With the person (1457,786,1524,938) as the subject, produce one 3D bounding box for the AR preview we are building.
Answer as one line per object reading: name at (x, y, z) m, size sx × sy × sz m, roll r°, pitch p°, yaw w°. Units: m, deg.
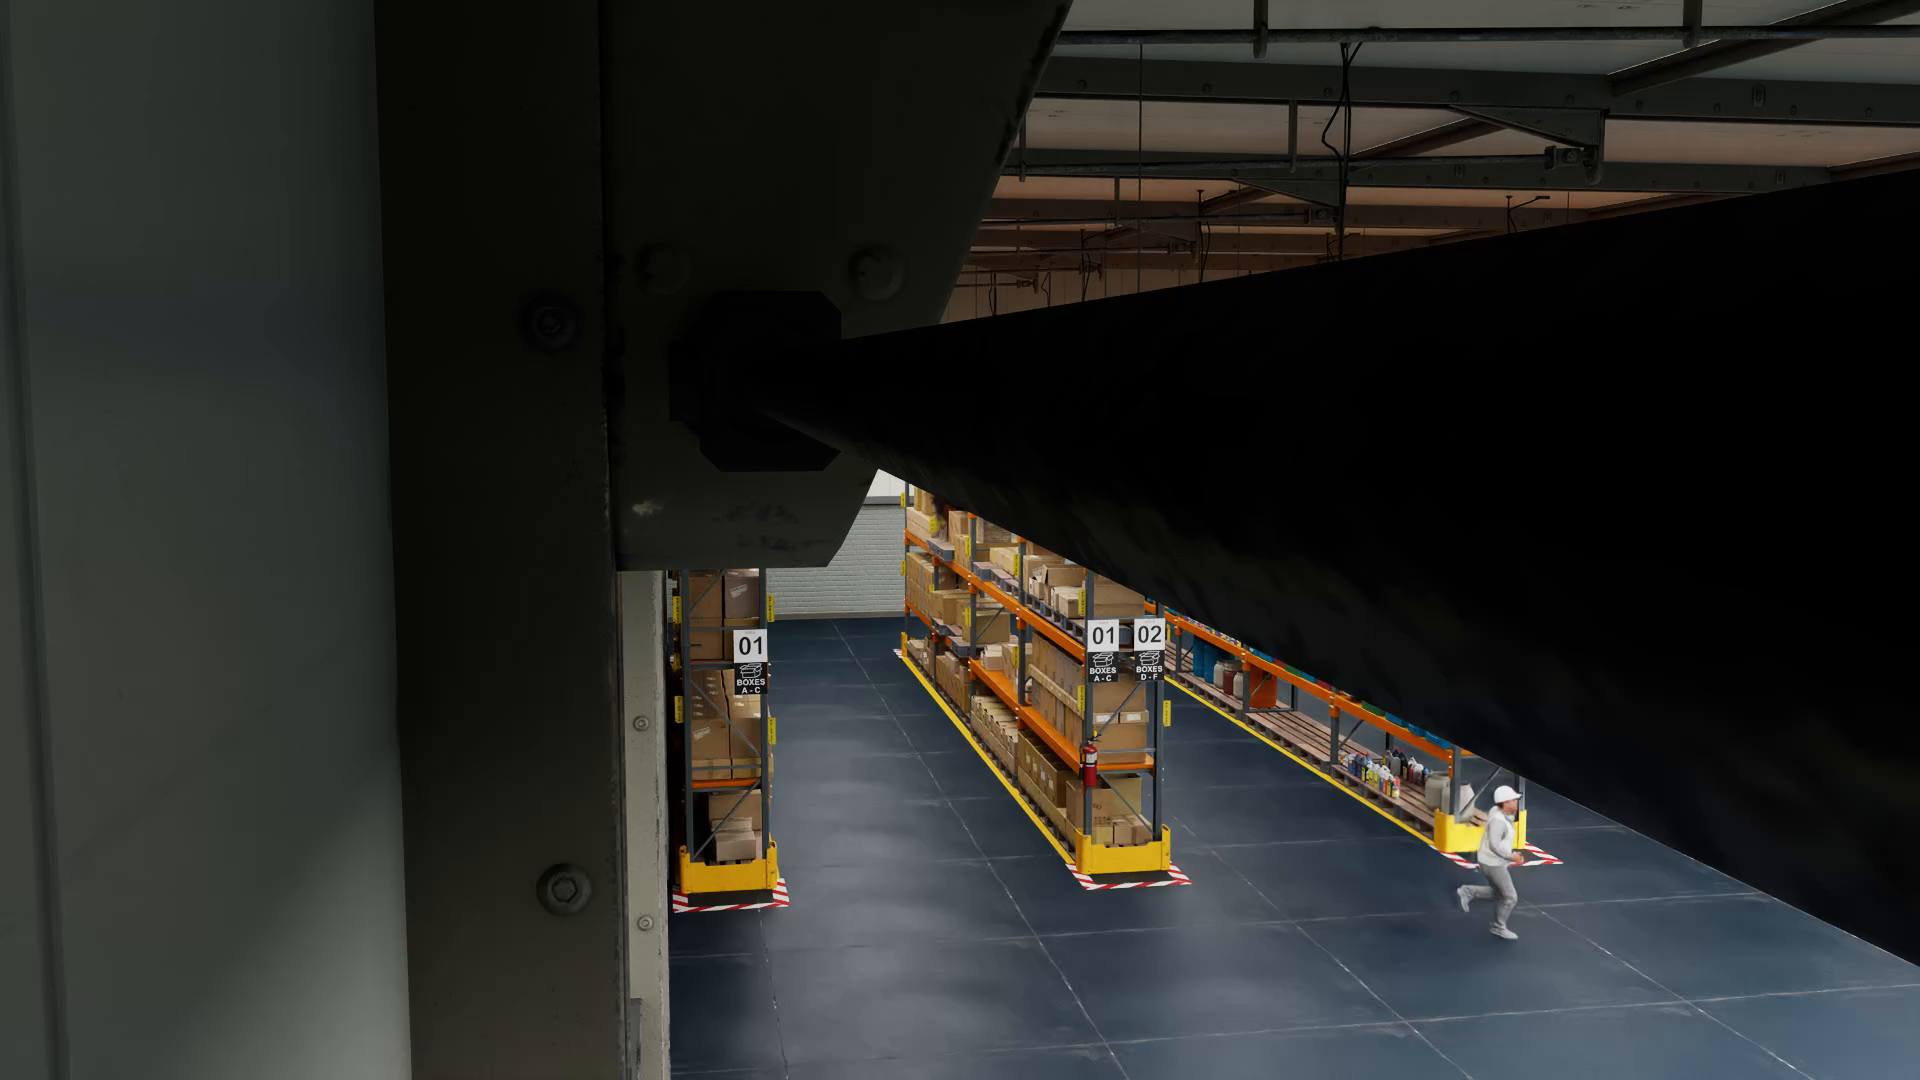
person at (5.913, 3.577, 18.526) m, size 0.703 × 1.732 × 0.688 m, roll 2°, pitch 6°, yaw 18°
